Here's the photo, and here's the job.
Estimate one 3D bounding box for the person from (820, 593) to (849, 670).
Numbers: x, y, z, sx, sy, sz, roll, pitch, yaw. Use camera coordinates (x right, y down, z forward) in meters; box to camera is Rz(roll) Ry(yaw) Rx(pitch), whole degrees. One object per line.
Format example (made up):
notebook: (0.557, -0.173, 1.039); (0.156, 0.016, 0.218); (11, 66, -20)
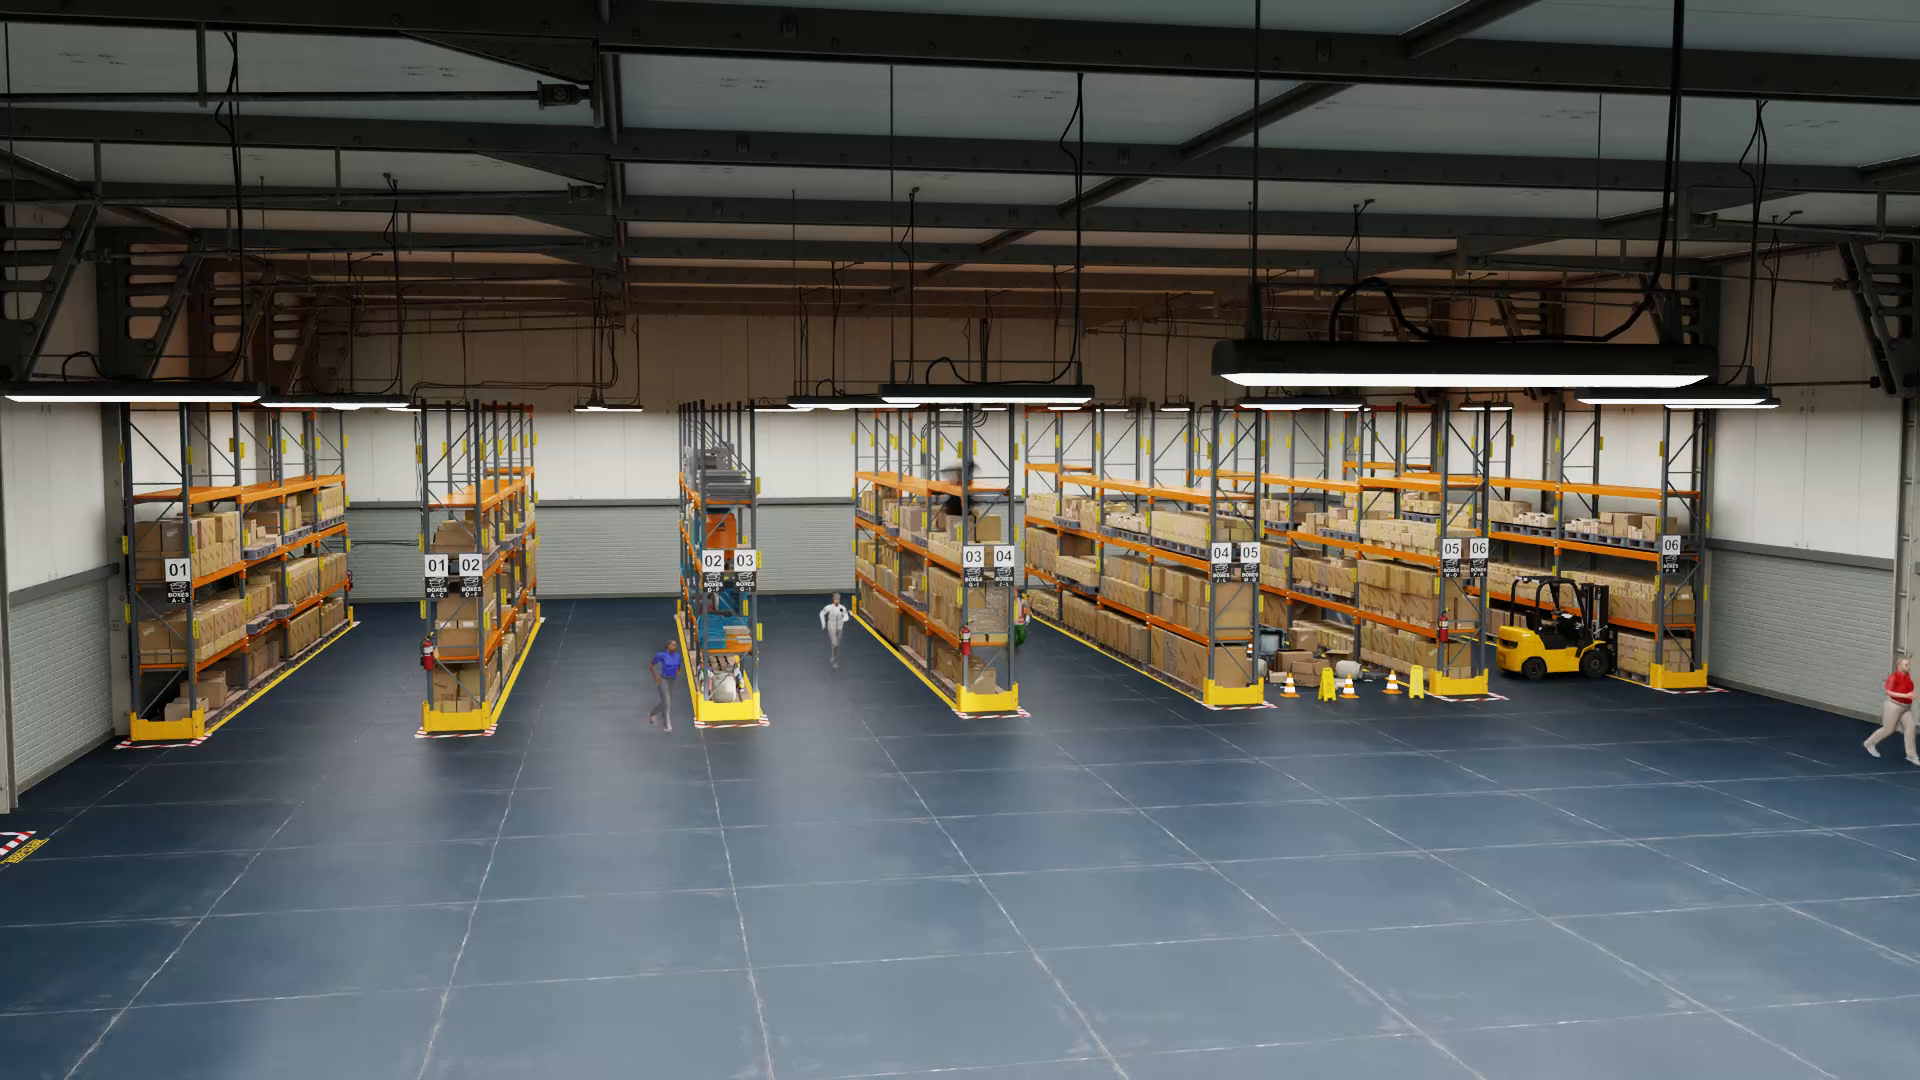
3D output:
person: (-2.810, 2.051, 37.558); (0.573, 1.738, 0.798); (-2, 5, -24)

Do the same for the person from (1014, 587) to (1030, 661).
person: (1.306, 1.958, 38.424); (0.693, 1.740, 0.654); (-1, 4, -9)

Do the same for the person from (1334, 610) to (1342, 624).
person: (10.036, 1.559, 44.101); (0.595, 1.754, 0.688); (-1, 4, -14)

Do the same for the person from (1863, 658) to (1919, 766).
person: (15.400, 2.789, 27.365); (0.617, 1.736, 0.968); (-2, 5, -26)

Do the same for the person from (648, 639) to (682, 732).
person: (-5.356, 2.643, 30.394); (0.848, 1.685, 0.601); (4, 6, 44)
